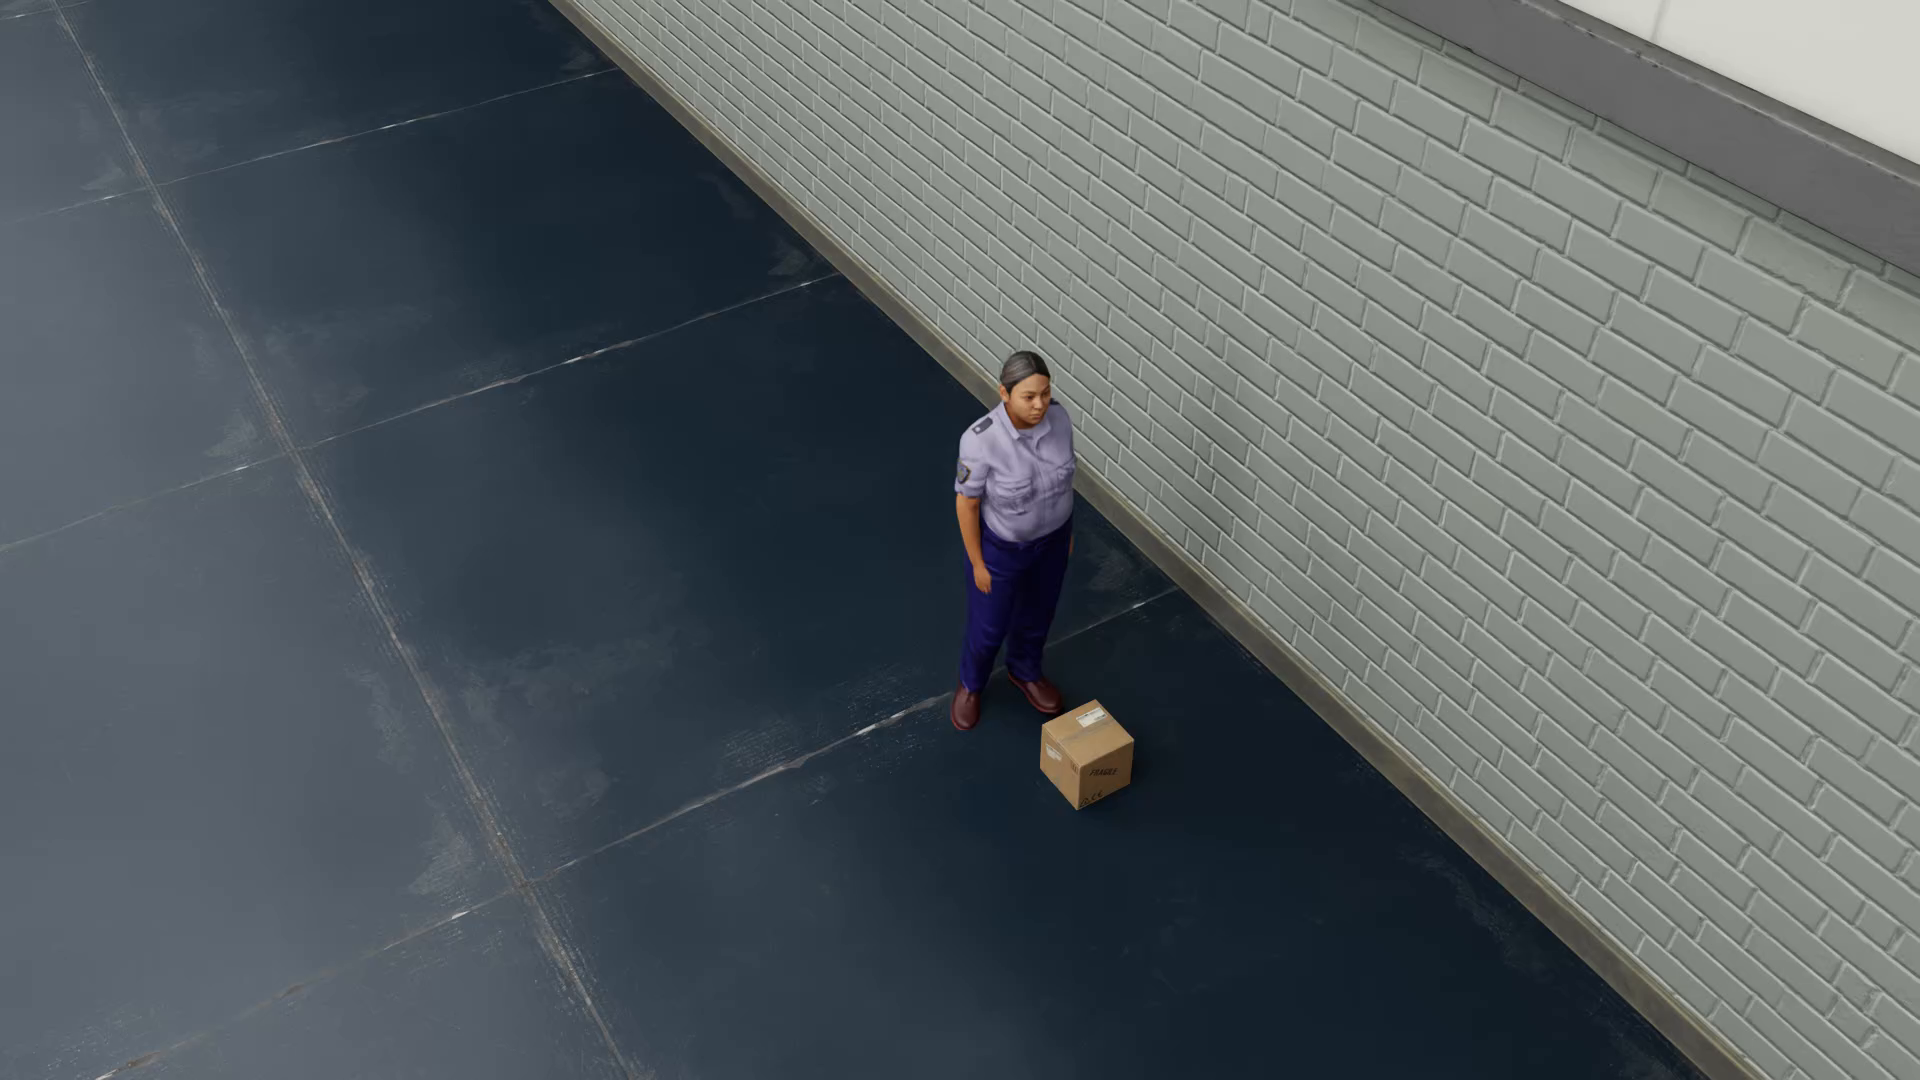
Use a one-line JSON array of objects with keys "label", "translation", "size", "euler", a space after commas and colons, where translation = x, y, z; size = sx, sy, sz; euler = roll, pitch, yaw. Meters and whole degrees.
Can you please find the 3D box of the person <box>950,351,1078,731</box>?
[{"label": "person", "translation": [0.192, 0.021, 6.147], "size": [0.517, 1.672, 0.377], "euler": [-23, 46, -24]}]
